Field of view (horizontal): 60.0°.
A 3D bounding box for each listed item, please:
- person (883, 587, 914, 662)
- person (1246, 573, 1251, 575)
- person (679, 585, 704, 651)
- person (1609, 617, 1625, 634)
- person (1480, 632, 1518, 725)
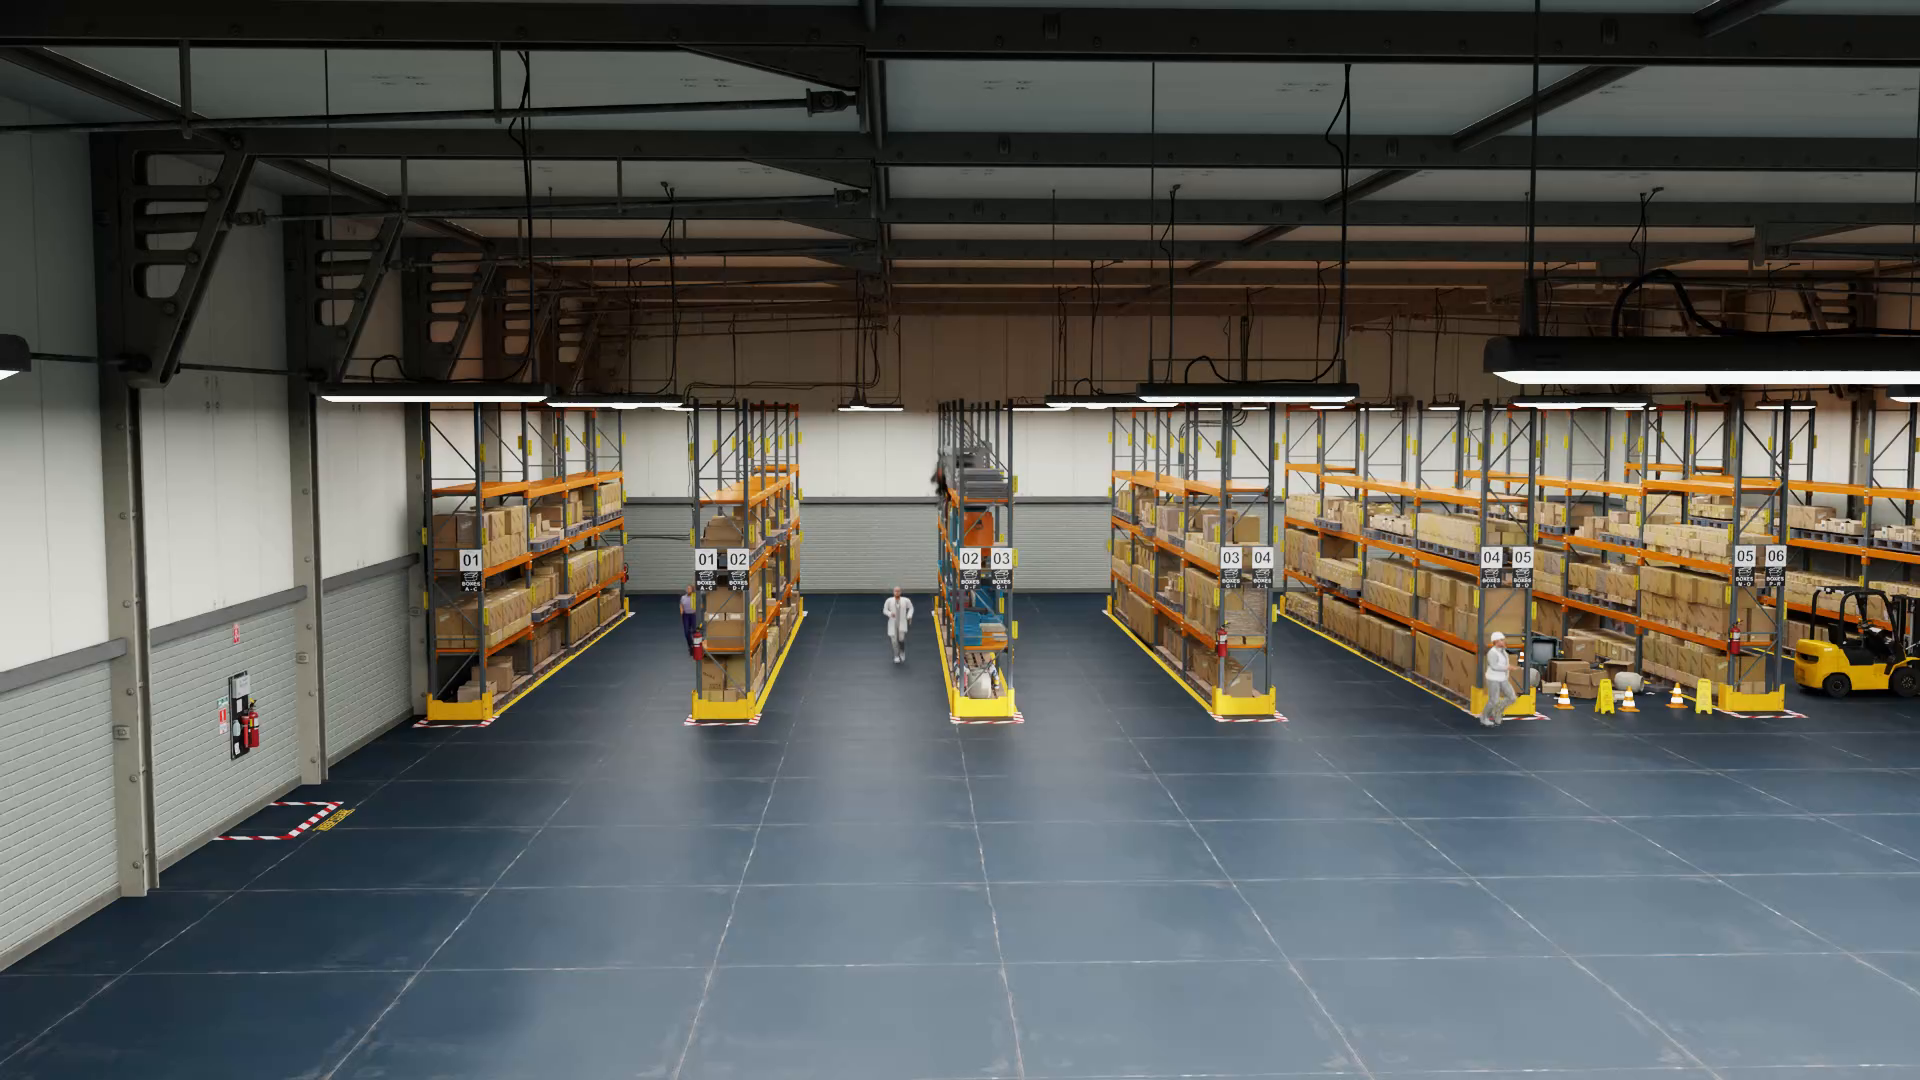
[{"bbox_3d":[-1.423,1.943,38.152,0.688,1.743,0.686,0,4,2],"label":"person"},{"bbox_3d":[8.007,1.284,47.040,0.660,1.787,0.698,2,5,20],"label":"person"},{"bbox_3d":[-6.495,1.881,40.087,0.586,1.601,0.511,0,4,4],"label":"person"},{"bbox_3d":[17.094,1.621,43.203,0.587,1.627,0.599,-1,4,-8],"label":"person"},{"bbox_3d":[9.840,2.535,30.303,0.639,1.741,0.708,-4,6,-42],"label":"person"}]
